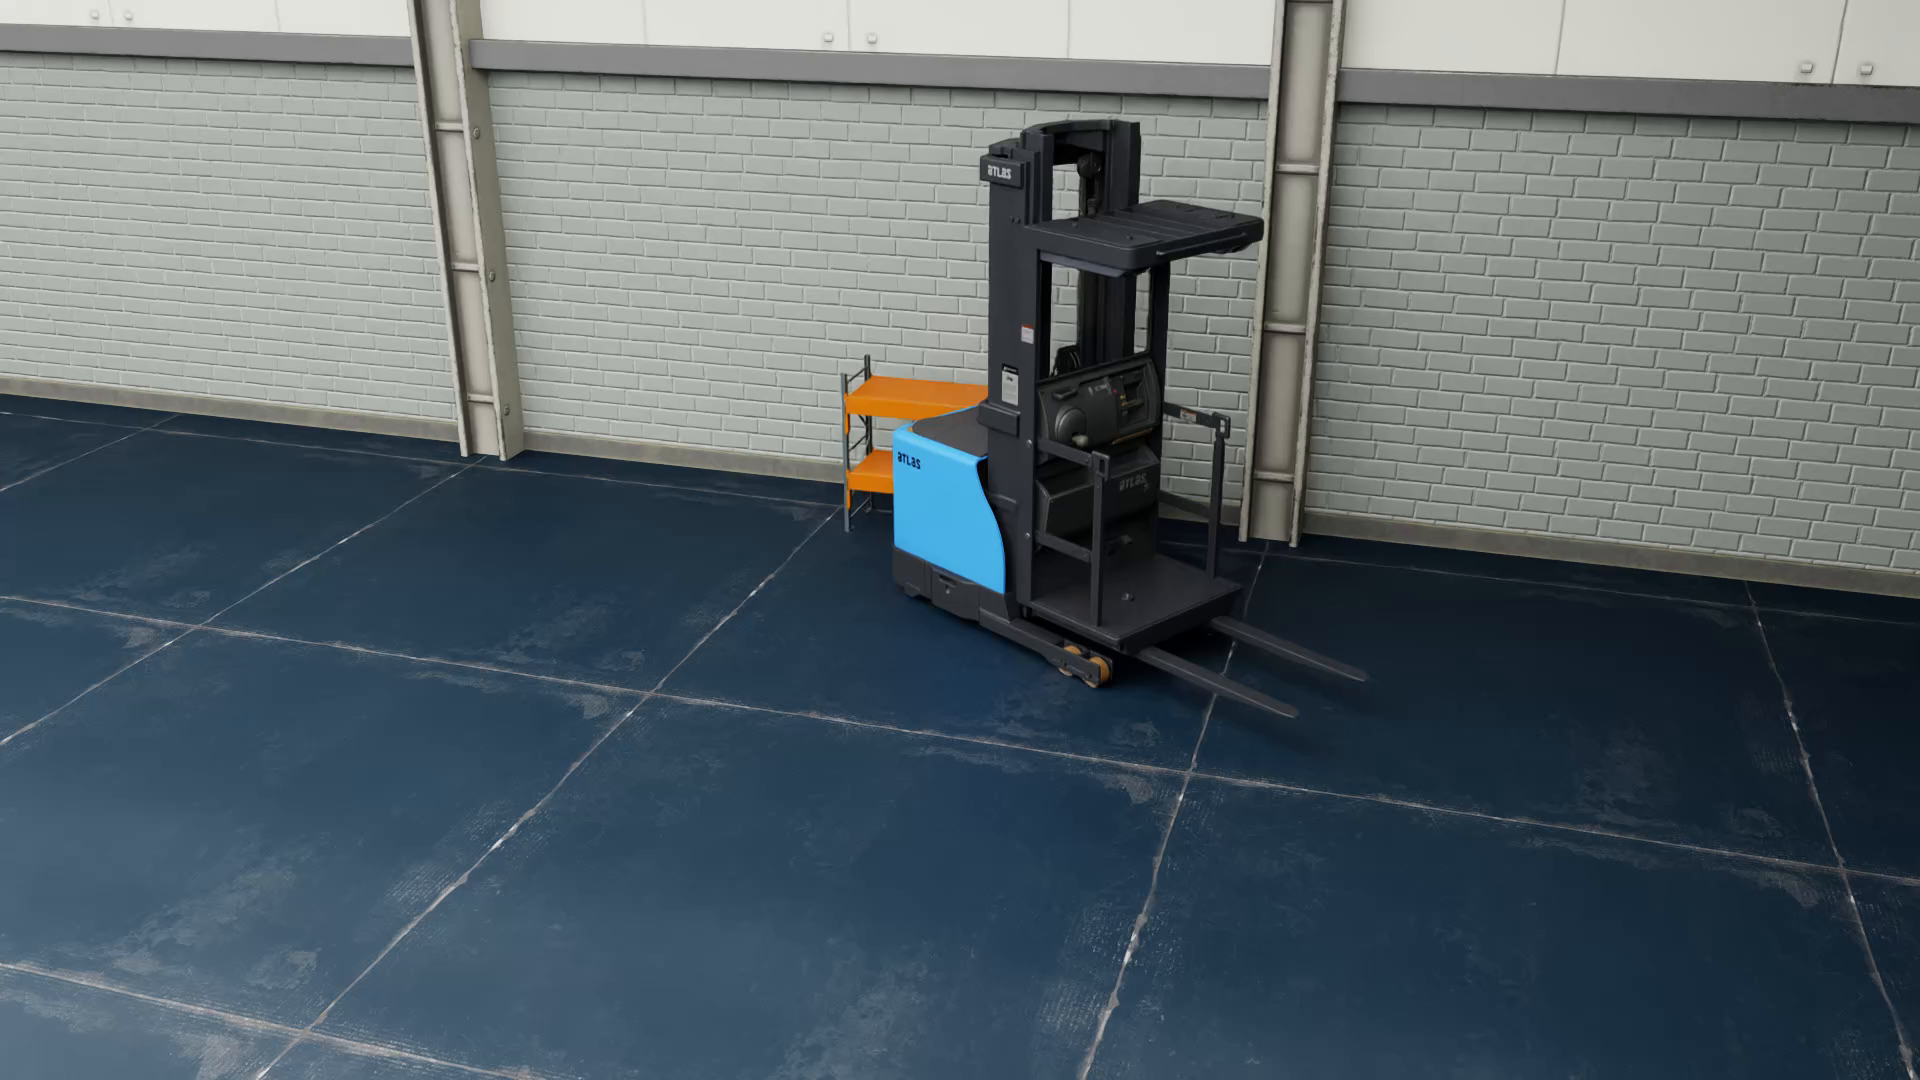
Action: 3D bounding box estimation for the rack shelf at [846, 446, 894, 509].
[{"bbox_3d":[-0.215,-0.382,11.365,1.000,0.278,0.538,7,23,16],"label":"rack shelf"}]

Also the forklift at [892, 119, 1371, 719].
[{"bbox_3d":[0.935,-0.754,9.246,1.130,2.935,3.031,-19,29,-38],"label":"forklift"}]

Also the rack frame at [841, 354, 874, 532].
[{"bbox_3d":[-0.702,-0.664,11.408,0.032,1.125,0.500,7,23,16],"label":"rack frame"}]

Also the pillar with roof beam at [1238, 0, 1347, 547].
[{"bbox_3d":[0.874,-2.628,5.818,0.400,9.000,9.100,7,23,16],"label":"pillar with roof beam"}]

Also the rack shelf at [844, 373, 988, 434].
[{"bbox_3d":[-0.215,-0.879,11.161,1.000,0.278,0.538,7,23,16],"label":"rack shelf"}]

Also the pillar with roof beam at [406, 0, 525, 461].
[{"bbox_3d":[-4.871,-3.285,7.422,0.400,9.000,9.100,7,23,16],"label":"pillar with roof beam"}]

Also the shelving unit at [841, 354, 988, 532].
[{"bbox_3d":[-0.215,-0.609,11.272,1.048,1.125,0.538,7,23,16],"label":"shelving unit"}]
